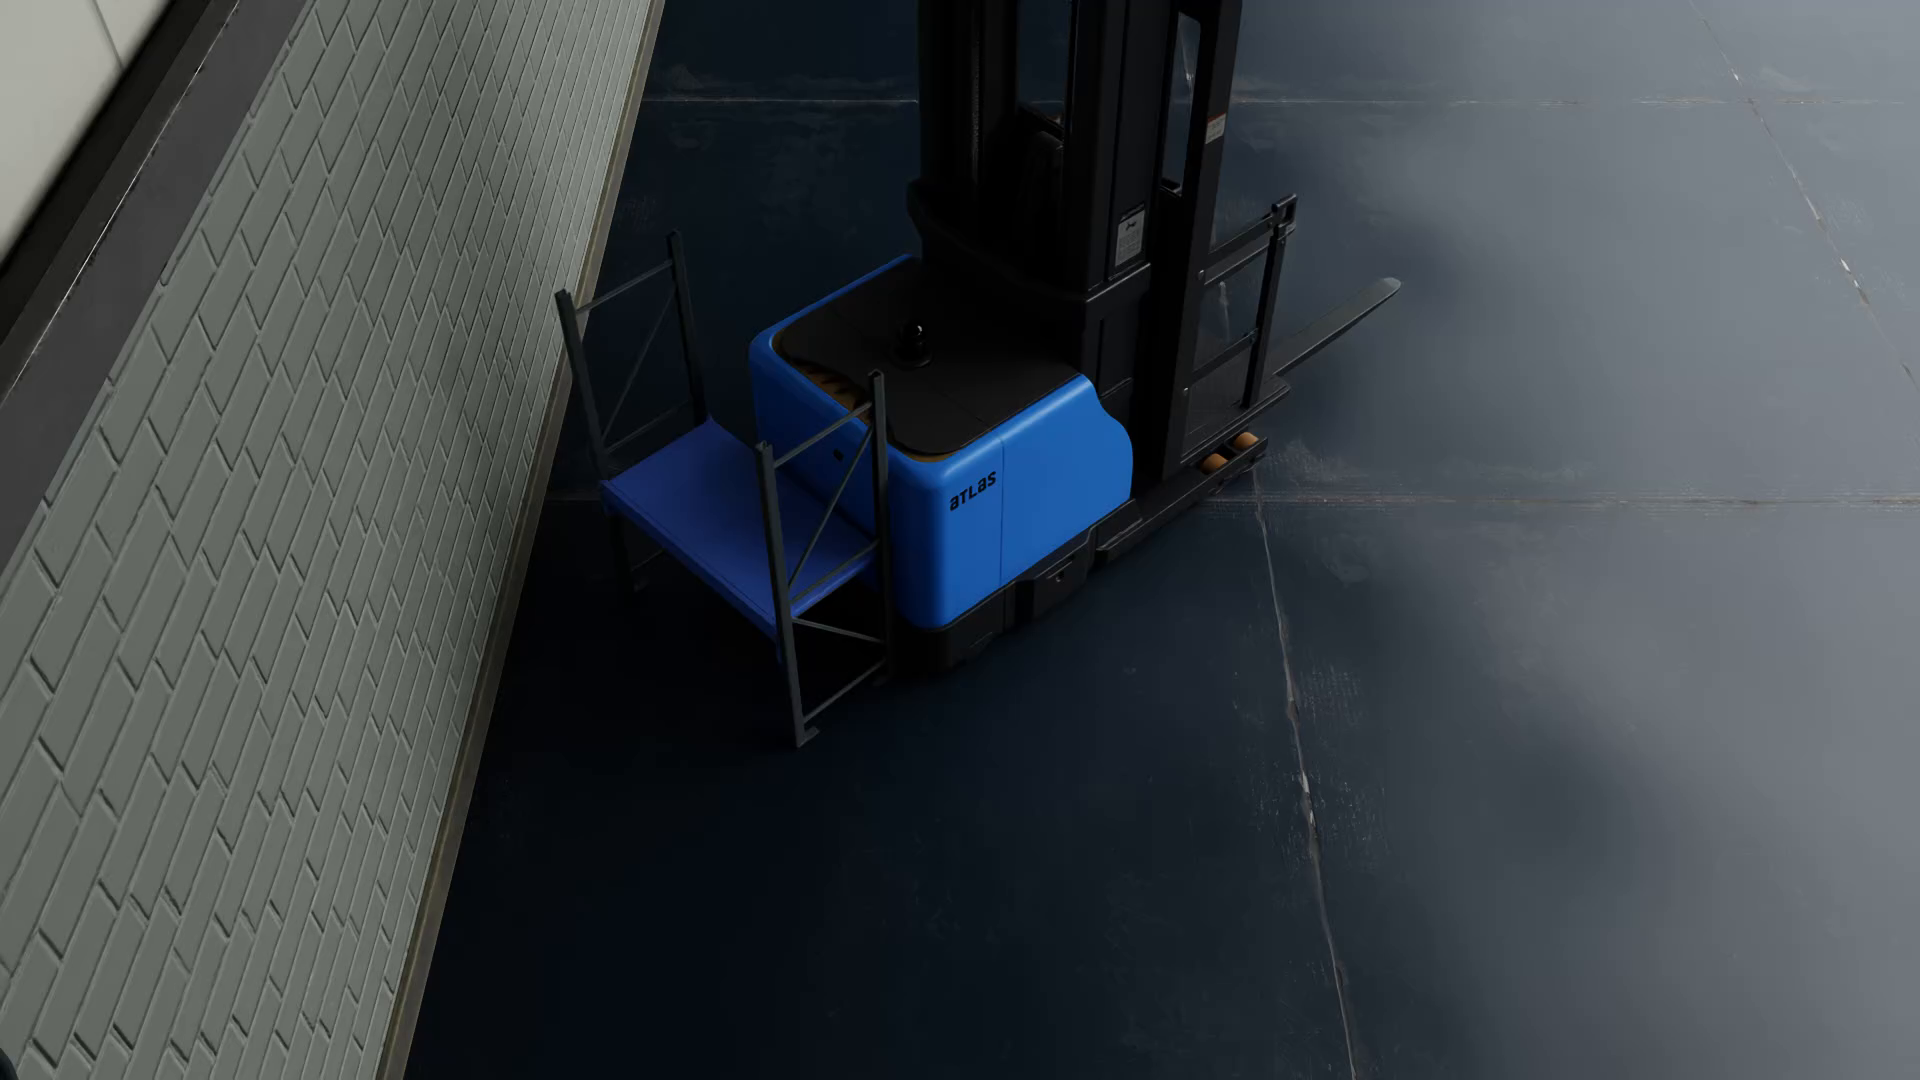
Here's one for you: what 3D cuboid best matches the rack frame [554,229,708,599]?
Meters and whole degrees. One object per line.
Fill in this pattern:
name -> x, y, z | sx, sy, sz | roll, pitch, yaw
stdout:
rack frame -> -1.142, -0.416, 6.113 | 0.500, 1.500, 0.032 | -36, 57, -29

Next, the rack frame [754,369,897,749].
rack frame -> -0.426, 0.112, 5.621 | 0.500, 1.500, 0.032 | -36, 57, -29

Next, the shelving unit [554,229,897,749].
shelving unit -> -0.784, -0.152, 5.867 | 0.538, 1.500, 1.048 | -36, 57, -29

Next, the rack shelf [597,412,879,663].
rack shelf -> -0.784, -0.030, 5.999 | 0.538, 0.185, 1.000 | -36, 57, -29

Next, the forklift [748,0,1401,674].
forklift -> 0.654, -1.448, 6.095 | 3.031, 2.935, 1.130 | -34, 55, -27
